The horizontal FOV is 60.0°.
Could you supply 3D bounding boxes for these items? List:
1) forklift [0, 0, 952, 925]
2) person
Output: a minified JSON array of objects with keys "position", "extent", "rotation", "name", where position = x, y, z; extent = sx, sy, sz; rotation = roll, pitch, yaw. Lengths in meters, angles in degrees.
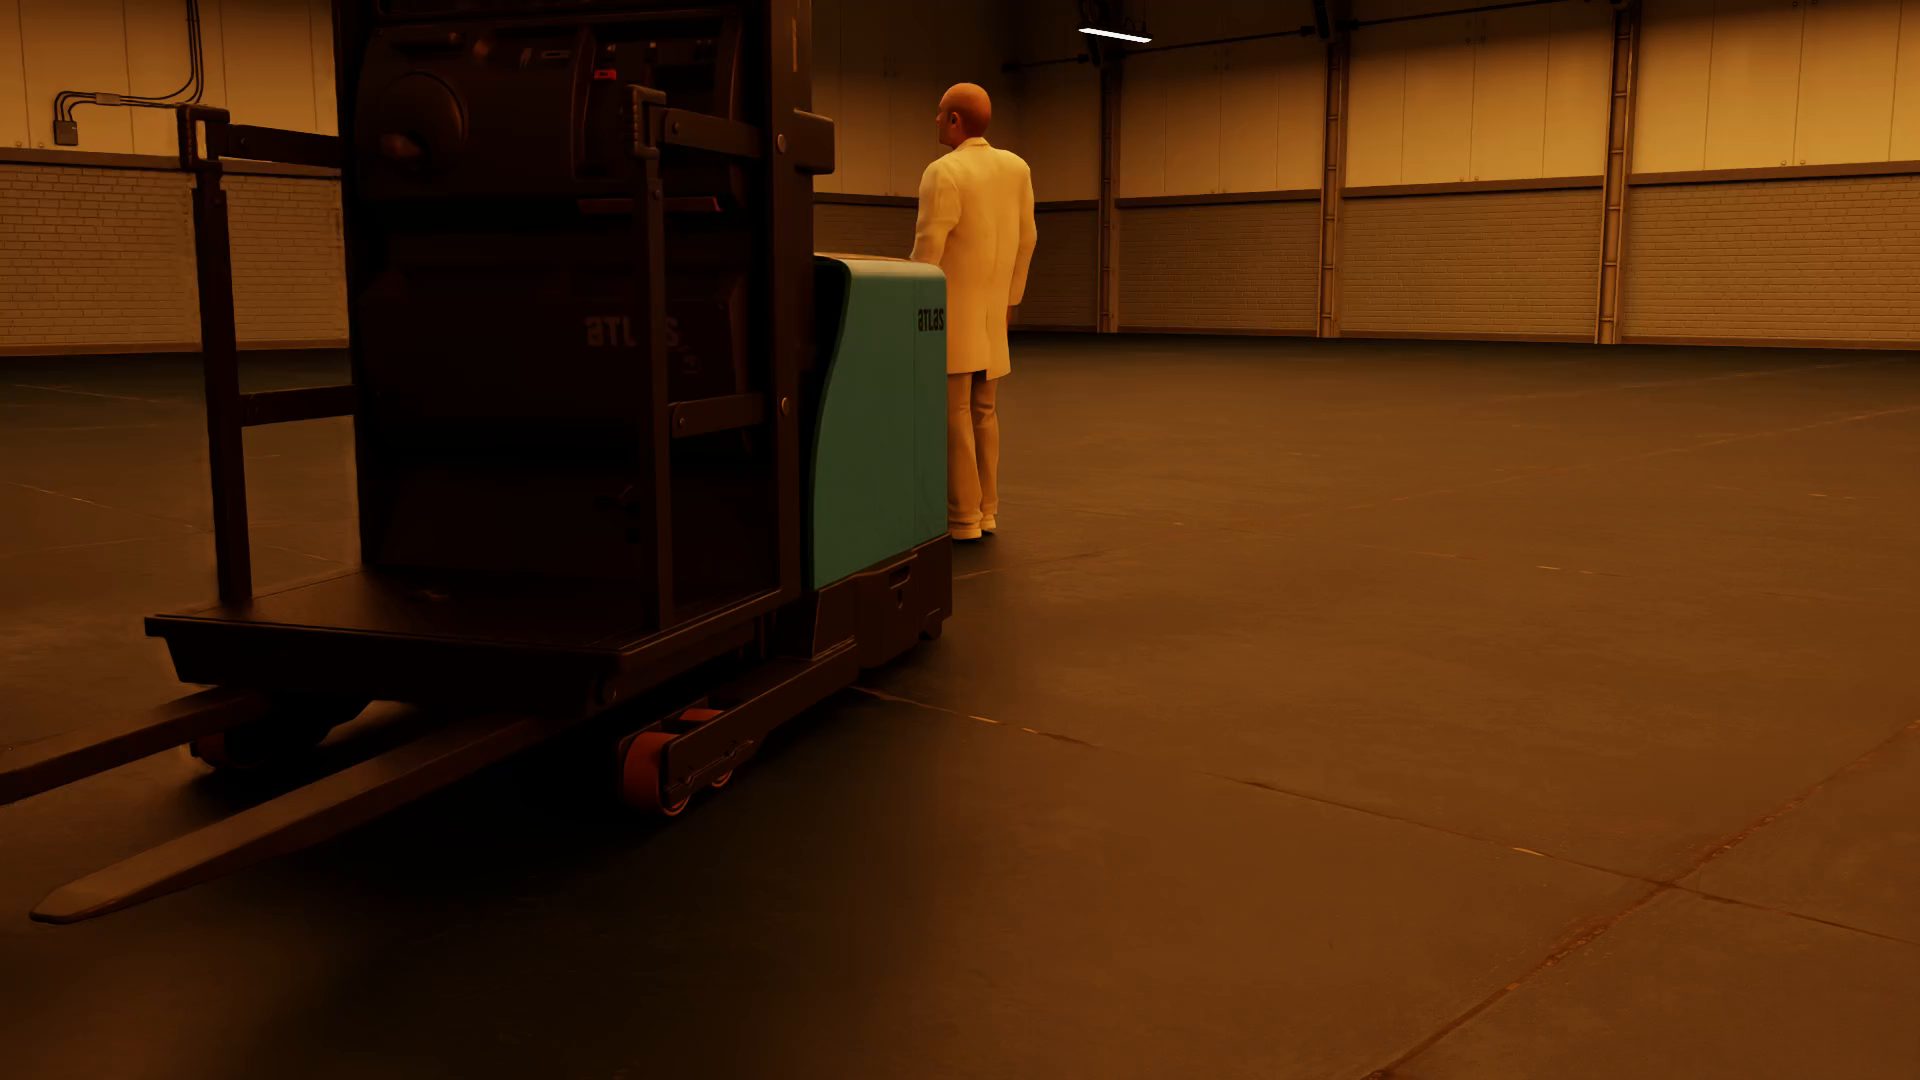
[{"position":[-0.963,-0.984,3.411],"extent":[1.130,2.935,3.031],"rotation":[3,9,18],"name":"forklift"},{"position":[-0.061,-0.896,6.653],"extent":[0.576,1.776,0.688],"rotation":[8,12,43],"name":"person"}]
